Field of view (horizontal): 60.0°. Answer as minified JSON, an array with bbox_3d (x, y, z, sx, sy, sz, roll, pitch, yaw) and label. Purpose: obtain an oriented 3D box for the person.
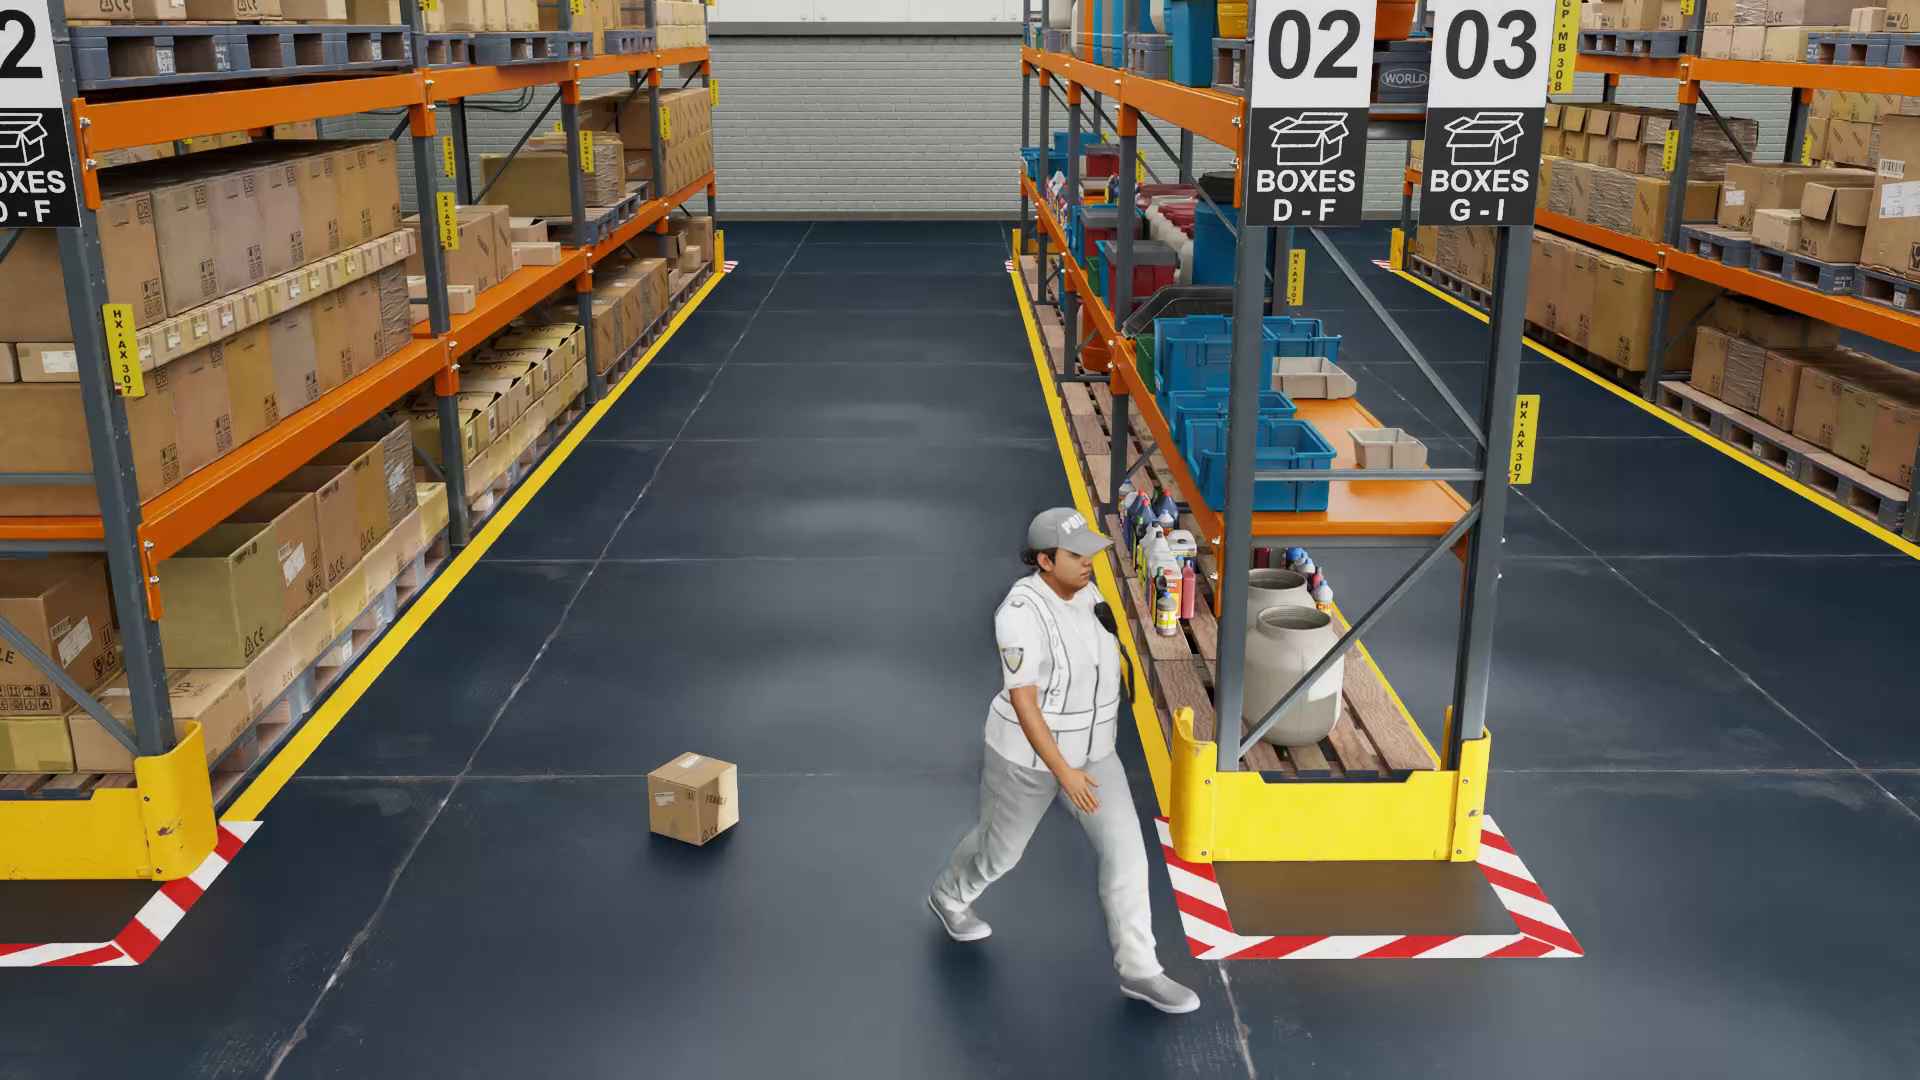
[{"bbox_3d":[0.333,0.681,5.351,0.469,1.604,1.020,-14,22,-38],"label":"person"}]
